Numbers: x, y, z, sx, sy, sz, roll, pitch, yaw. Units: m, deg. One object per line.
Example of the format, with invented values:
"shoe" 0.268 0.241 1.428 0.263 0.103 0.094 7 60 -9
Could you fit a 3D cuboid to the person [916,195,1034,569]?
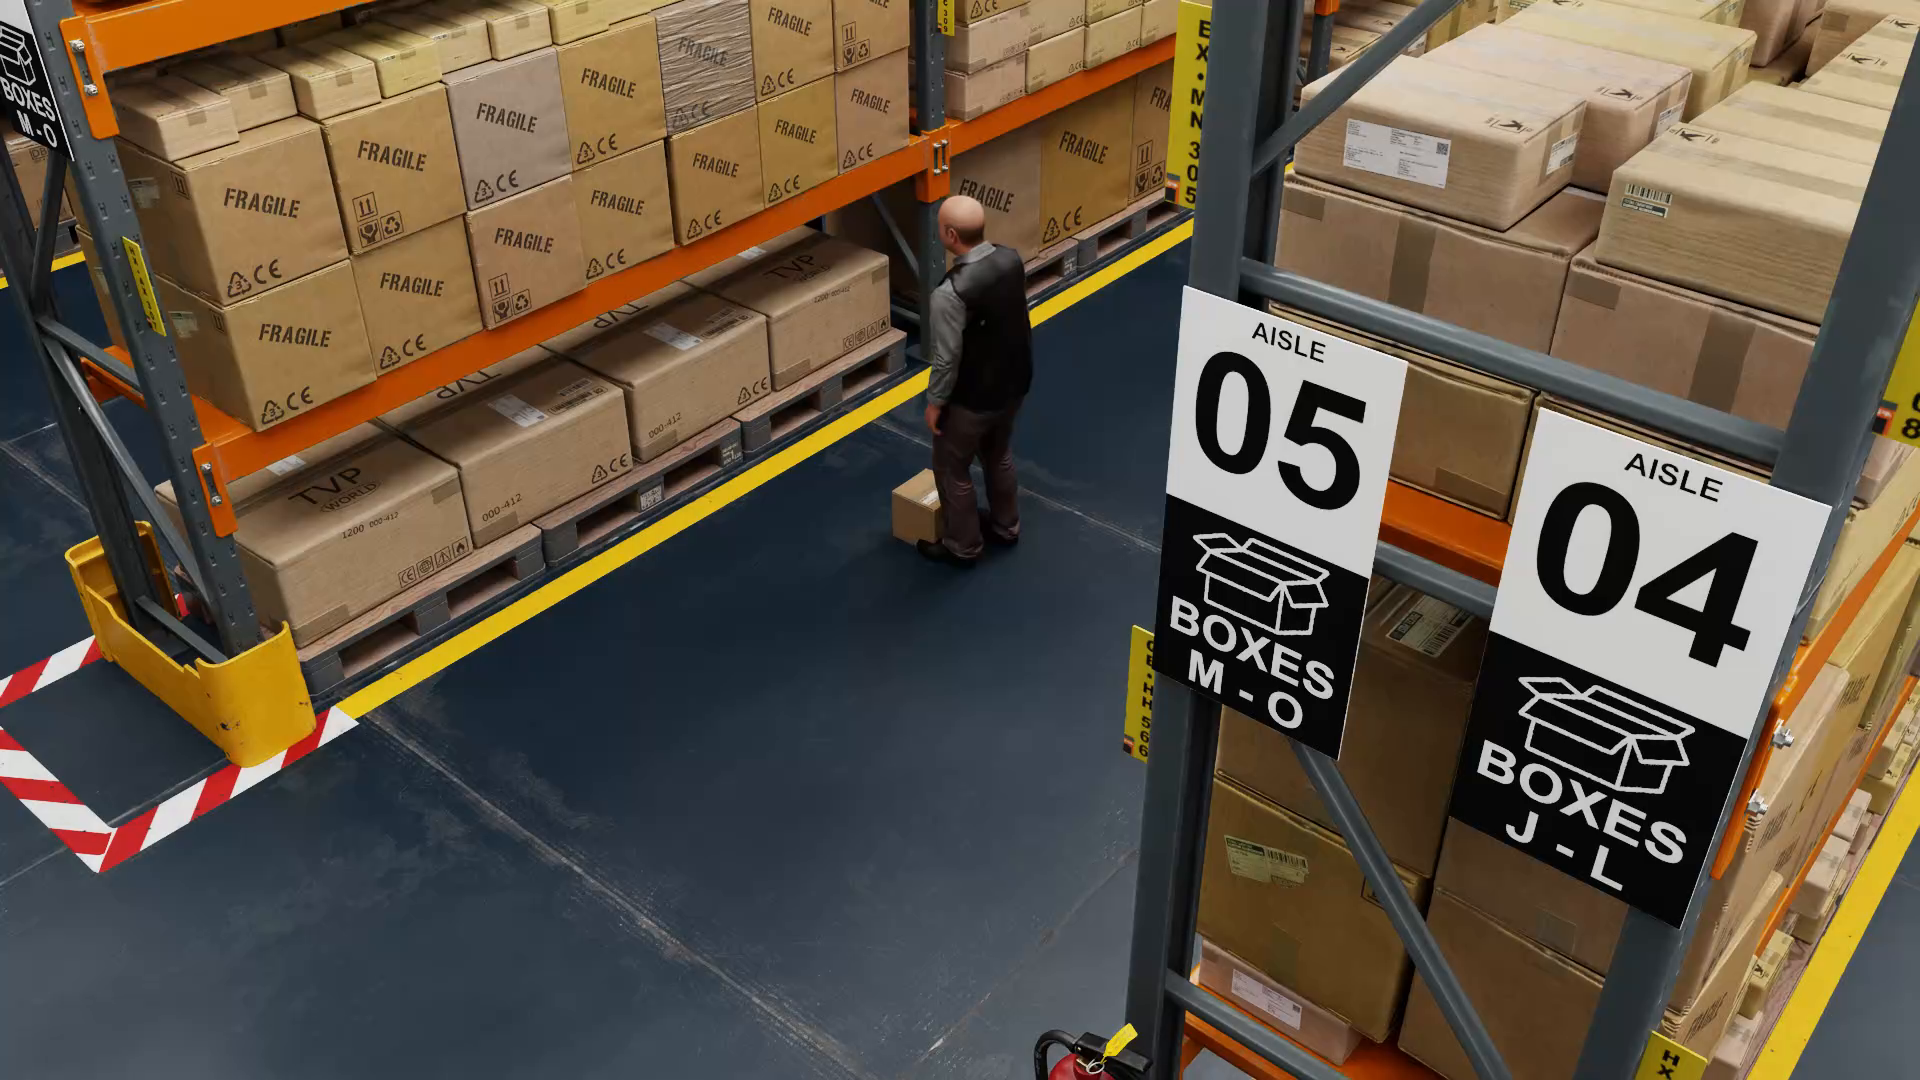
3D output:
"person" 0.066 -0.646 7.095 0.461 1.721 0.581 25 42 31
